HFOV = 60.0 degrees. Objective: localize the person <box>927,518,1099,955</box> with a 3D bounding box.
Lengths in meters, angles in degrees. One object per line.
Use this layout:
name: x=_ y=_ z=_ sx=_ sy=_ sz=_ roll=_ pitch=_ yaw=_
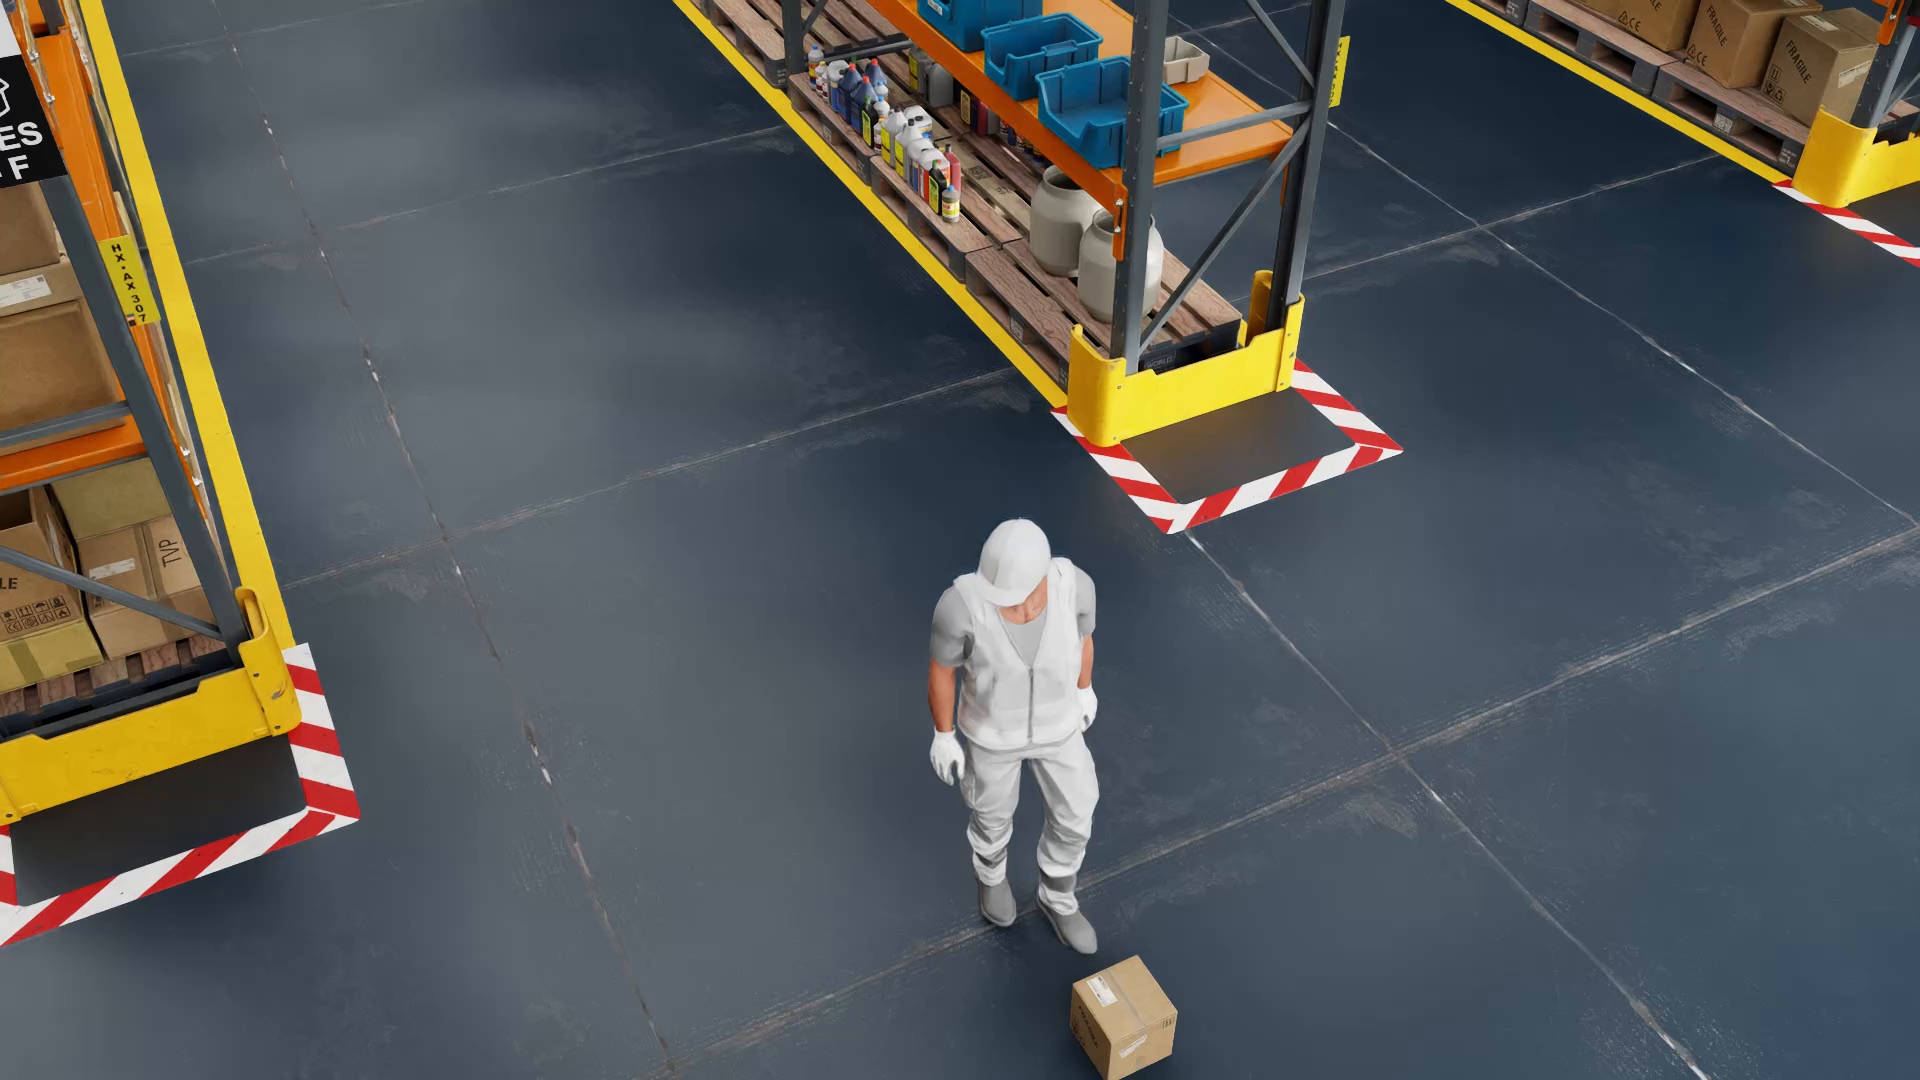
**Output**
person: x=0.202 y=0.668 z=5.381 sx=0.595 sy=1.834 sz=0.460 roll=-8 pitch=42 yaw=-10
